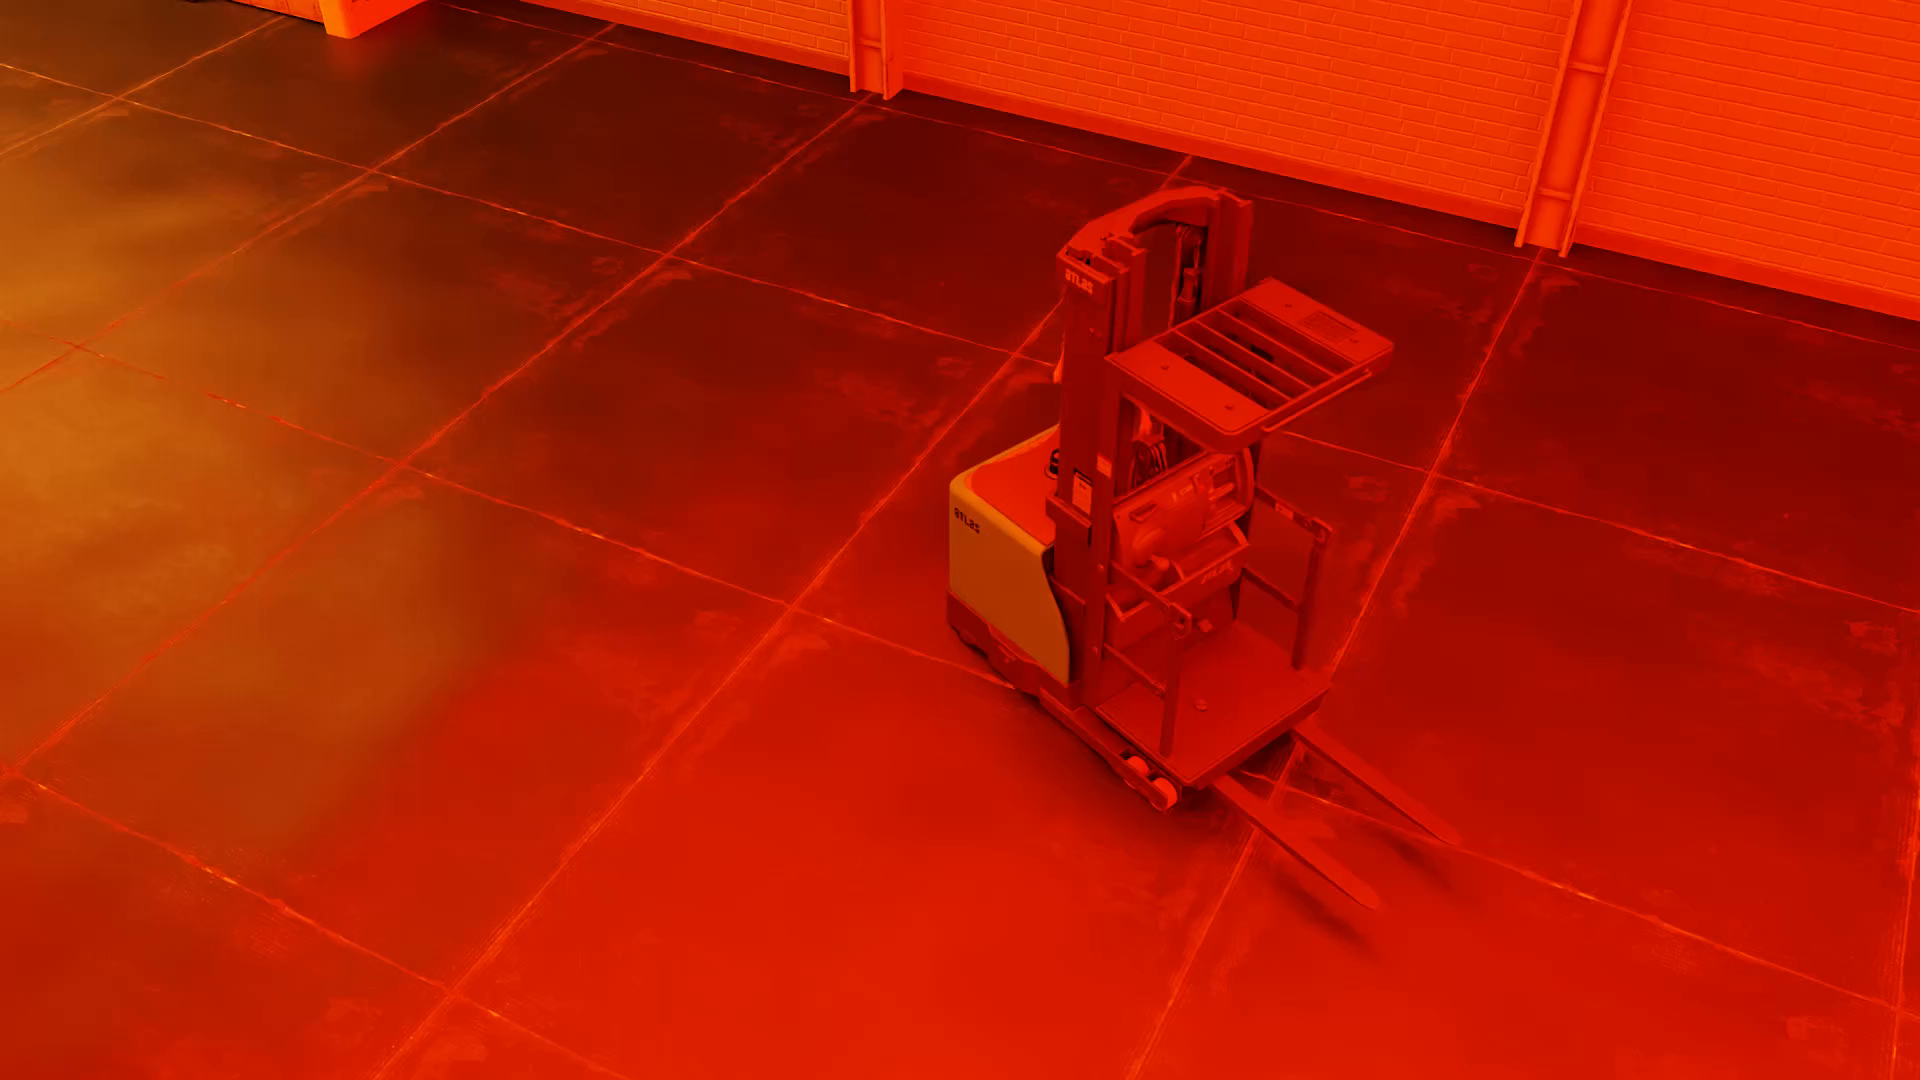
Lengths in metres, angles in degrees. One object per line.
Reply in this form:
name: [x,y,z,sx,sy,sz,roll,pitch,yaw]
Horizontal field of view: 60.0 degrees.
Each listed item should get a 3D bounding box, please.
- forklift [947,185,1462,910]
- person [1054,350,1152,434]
forklift: [1.249,-0.094,8.098,1.130,2.935,3.031,-28,47,-29]
person: [0.859,-0.814,10.005,0.443,1.648,0.814,-32,50,-32]
